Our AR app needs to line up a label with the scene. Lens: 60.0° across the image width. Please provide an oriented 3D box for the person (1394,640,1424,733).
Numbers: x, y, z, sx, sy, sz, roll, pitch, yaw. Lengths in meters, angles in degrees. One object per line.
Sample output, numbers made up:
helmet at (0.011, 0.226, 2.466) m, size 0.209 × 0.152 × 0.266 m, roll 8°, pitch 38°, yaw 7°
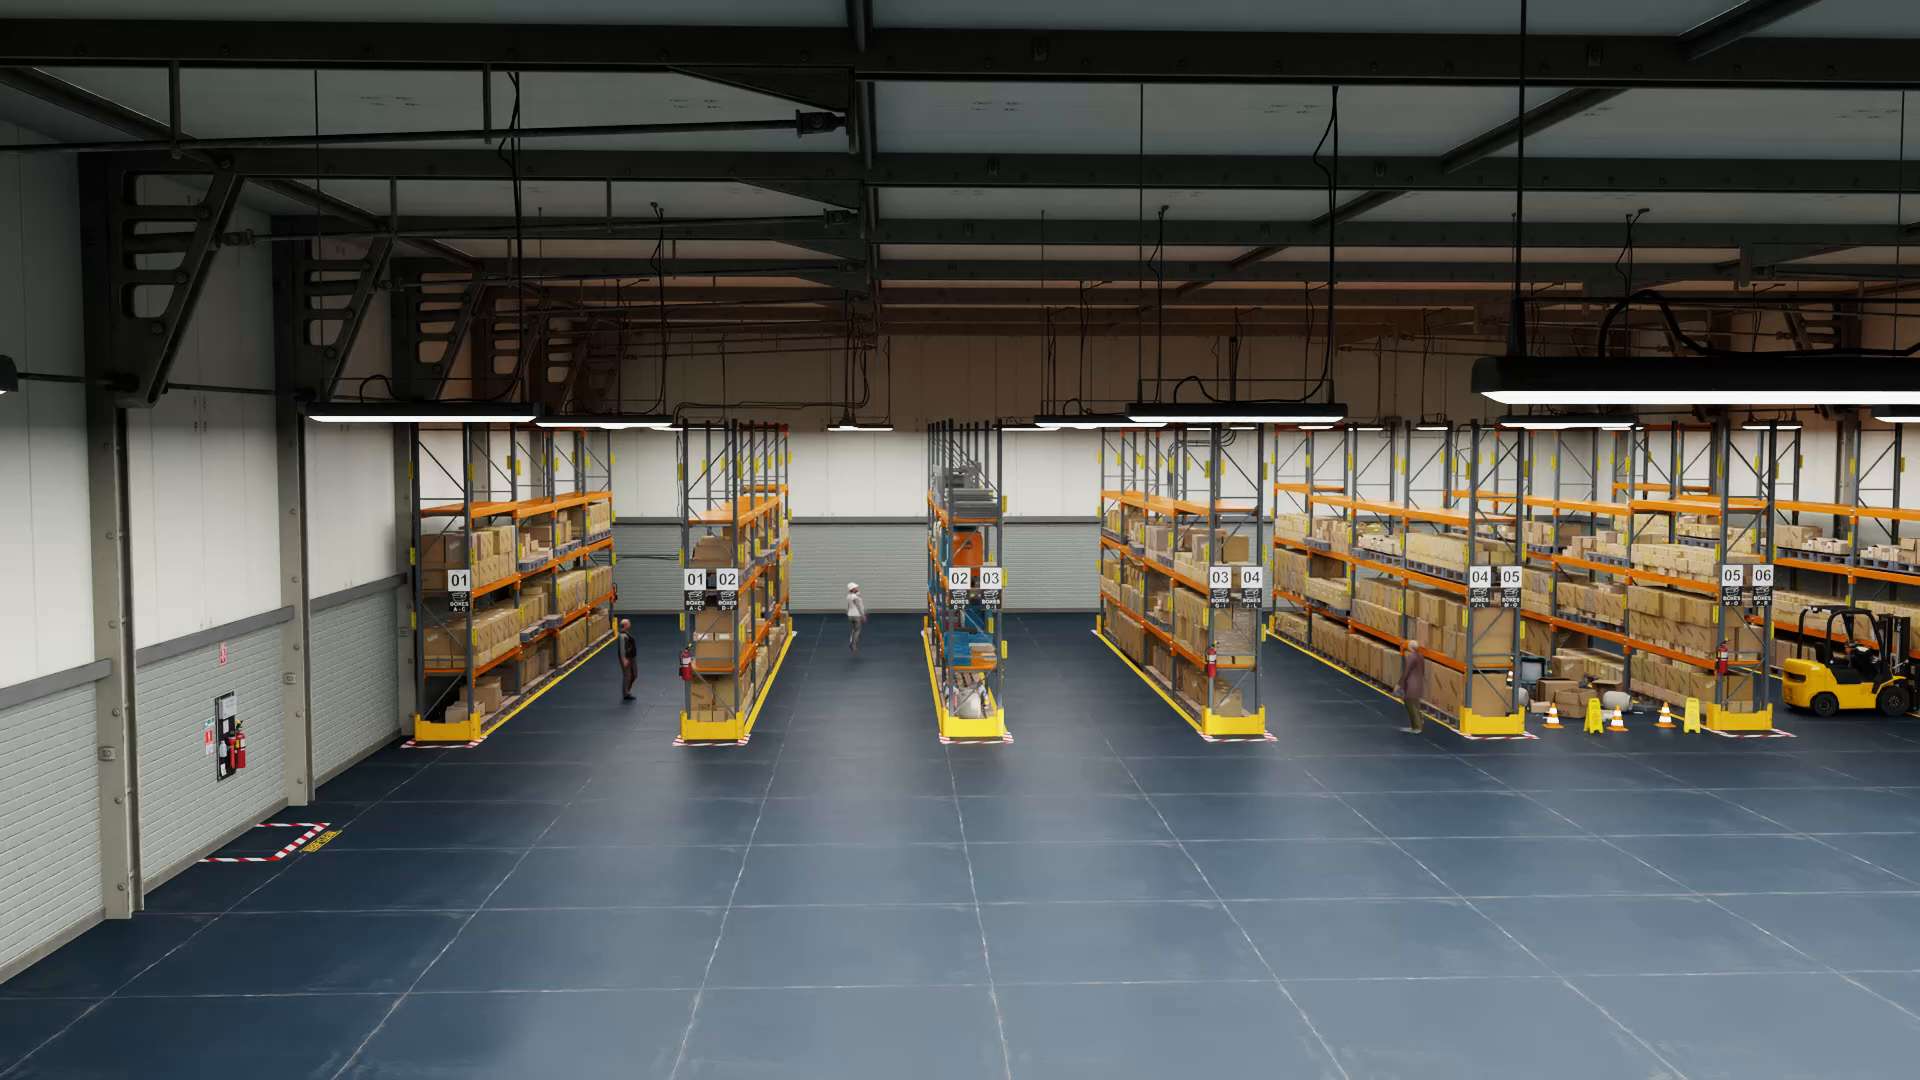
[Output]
person at (8.675, 2.824, 31.852) m, size 0.534 × 1.825 × 0.653 m, roll 3°, pitch 5°, yaw 42°

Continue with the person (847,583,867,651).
person at (-2.649, 1.975, 42.673) m, size 0.575 × 1.780 × 0.499 m, roll 3°, pitch 5°, yaw 39°

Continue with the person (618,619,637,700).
person at (-7.184, 2.574, 35.954) m, size 0.493 × 1.736 × 0.599 m, roll 1°, pitch 4°, yaw 13°
